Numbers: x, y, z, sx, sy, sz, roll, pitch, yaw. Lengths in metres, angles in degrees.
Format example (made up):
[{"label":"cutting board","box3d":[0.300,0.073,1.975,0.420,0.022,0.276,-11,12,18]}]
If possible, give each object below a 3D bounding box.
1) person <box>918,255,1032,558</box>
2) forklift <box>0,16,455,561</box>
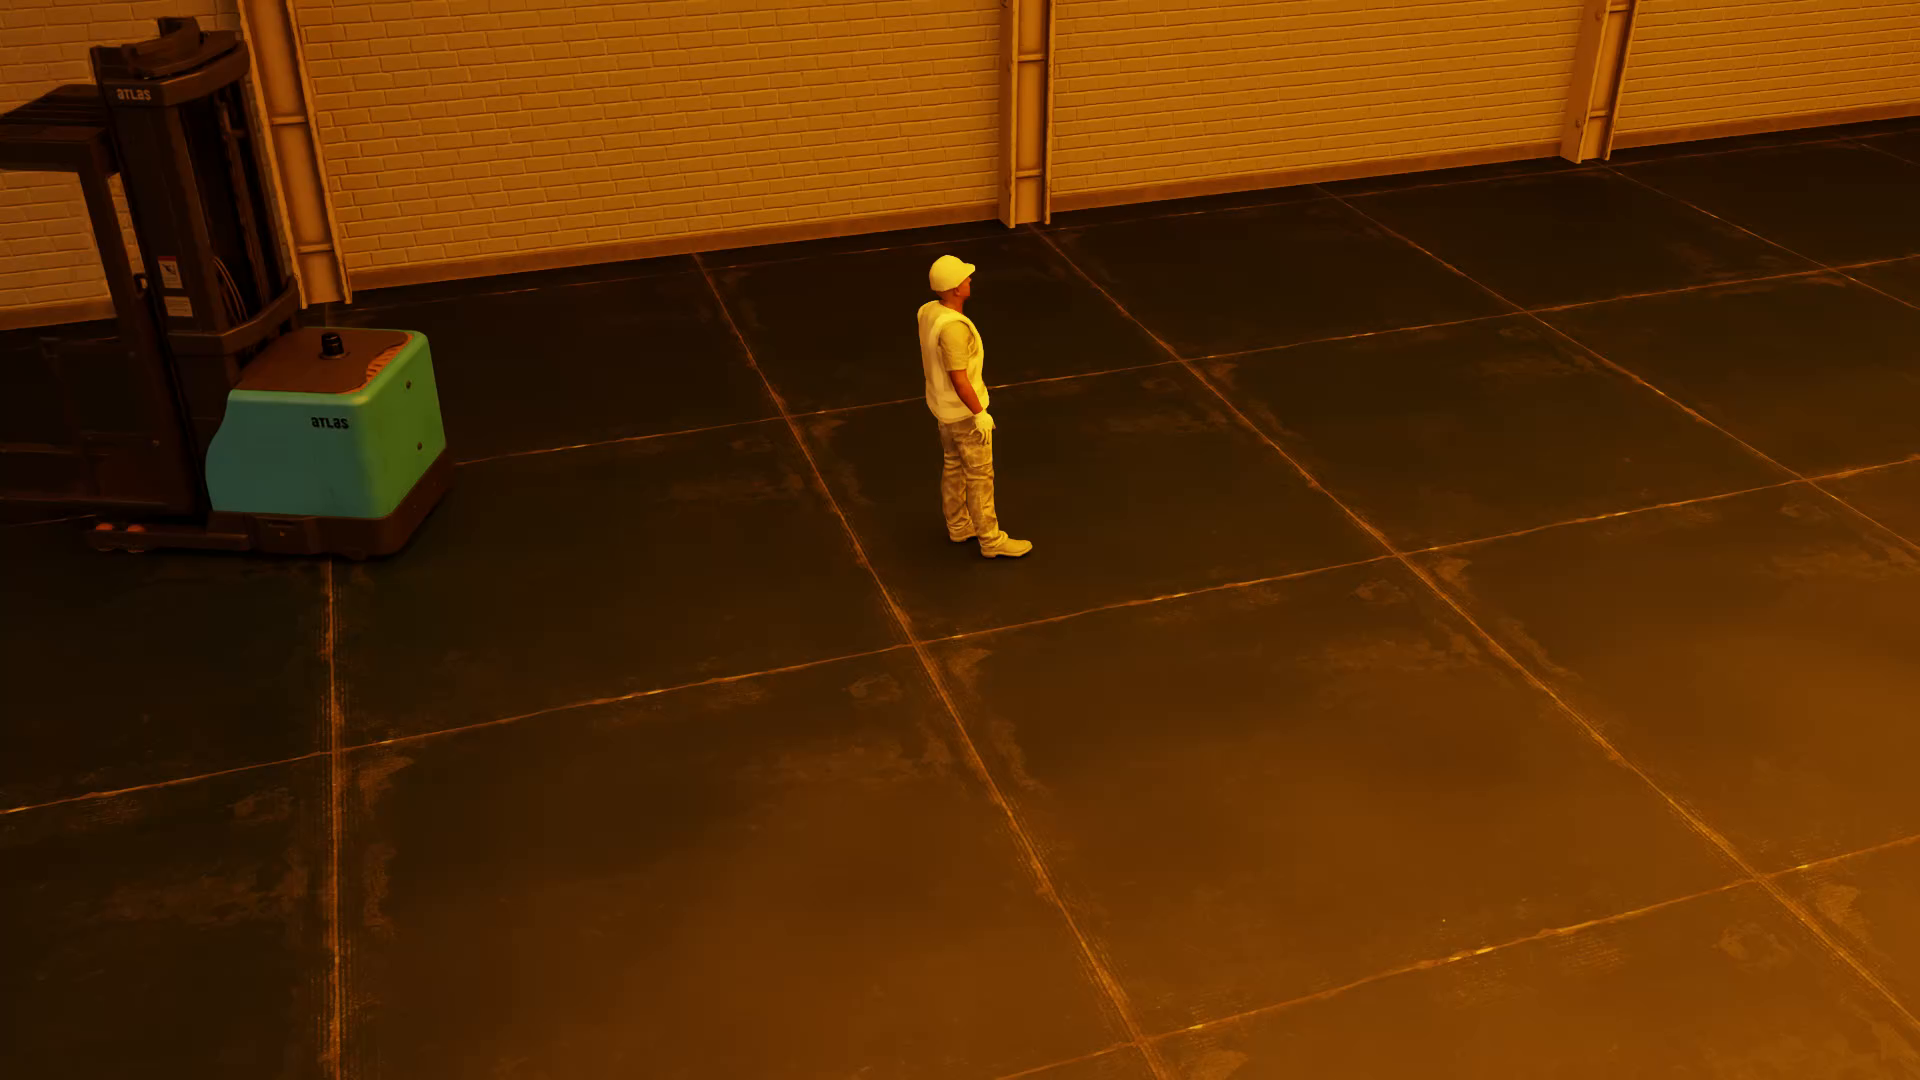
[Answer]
[{"label":"person","box3d":[0.071,-0.786,9.590,0.577,1.782,0.656,-10,31,-16]},{"label":"forklift","box3d":[-4.756,-1.449,9.605,3.031,2.935,1.130,3,30,5]}]
